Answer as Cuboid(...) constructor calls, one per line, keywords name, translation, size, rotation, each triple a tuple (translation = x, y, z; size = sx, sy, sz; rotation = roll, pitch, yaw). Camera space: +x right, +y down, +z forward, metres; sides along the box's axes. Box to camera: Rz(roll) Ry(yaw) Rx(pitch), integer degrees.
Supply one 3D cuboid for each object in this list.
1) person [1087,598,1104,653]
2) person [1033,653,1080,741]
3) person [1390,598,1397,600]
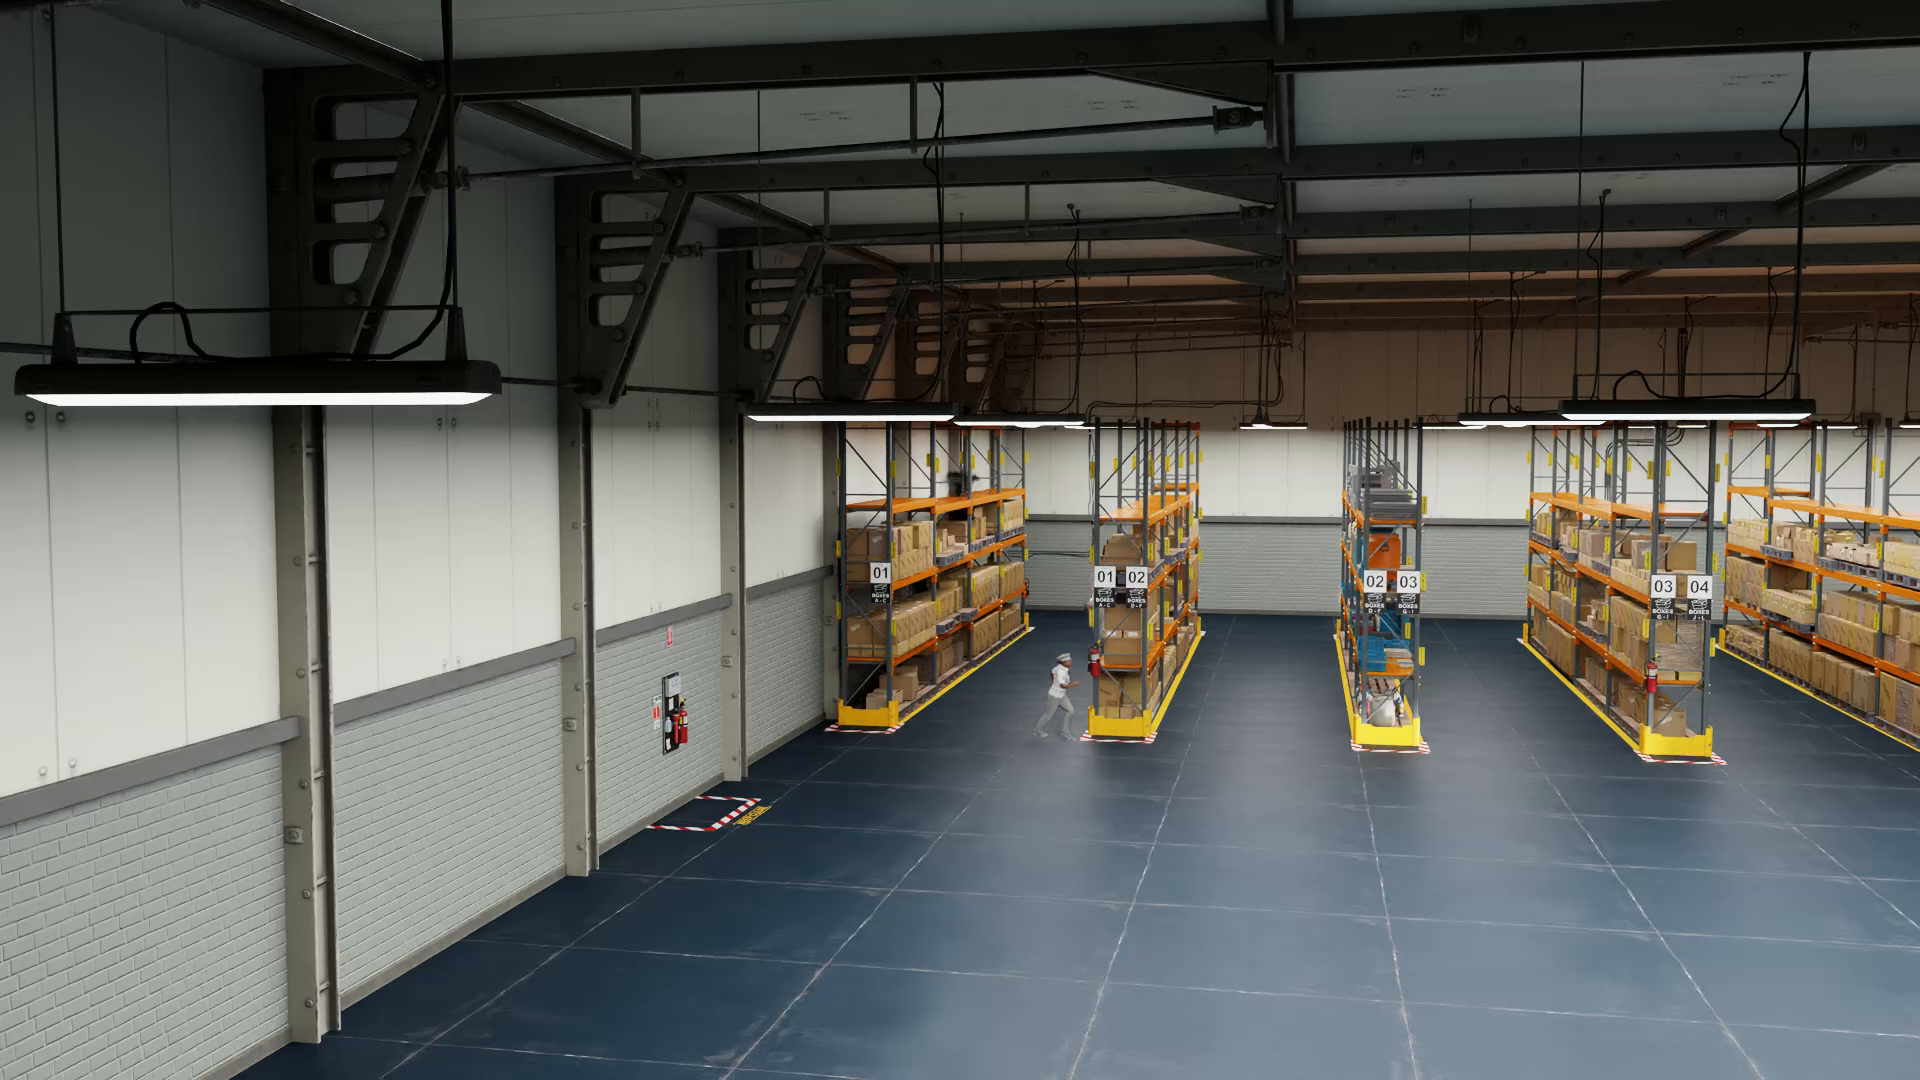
Cuboid(name="person", translation=(3.622, 2.086, 43.088), size=(0.639, 1.700, 0.736), rotation=(0, 4, -2))
Cuboid(name="person", translation=(1.787, 2.906, 30.788), size=(0.889, 1.669, 0.571), rotation=(1, 4, 19))
Cuboid(name="person", translation=(12.136, 1.845, 46.751), size=(0.682, 1.703, 0.799), rotation=(-2, 4, -32))
